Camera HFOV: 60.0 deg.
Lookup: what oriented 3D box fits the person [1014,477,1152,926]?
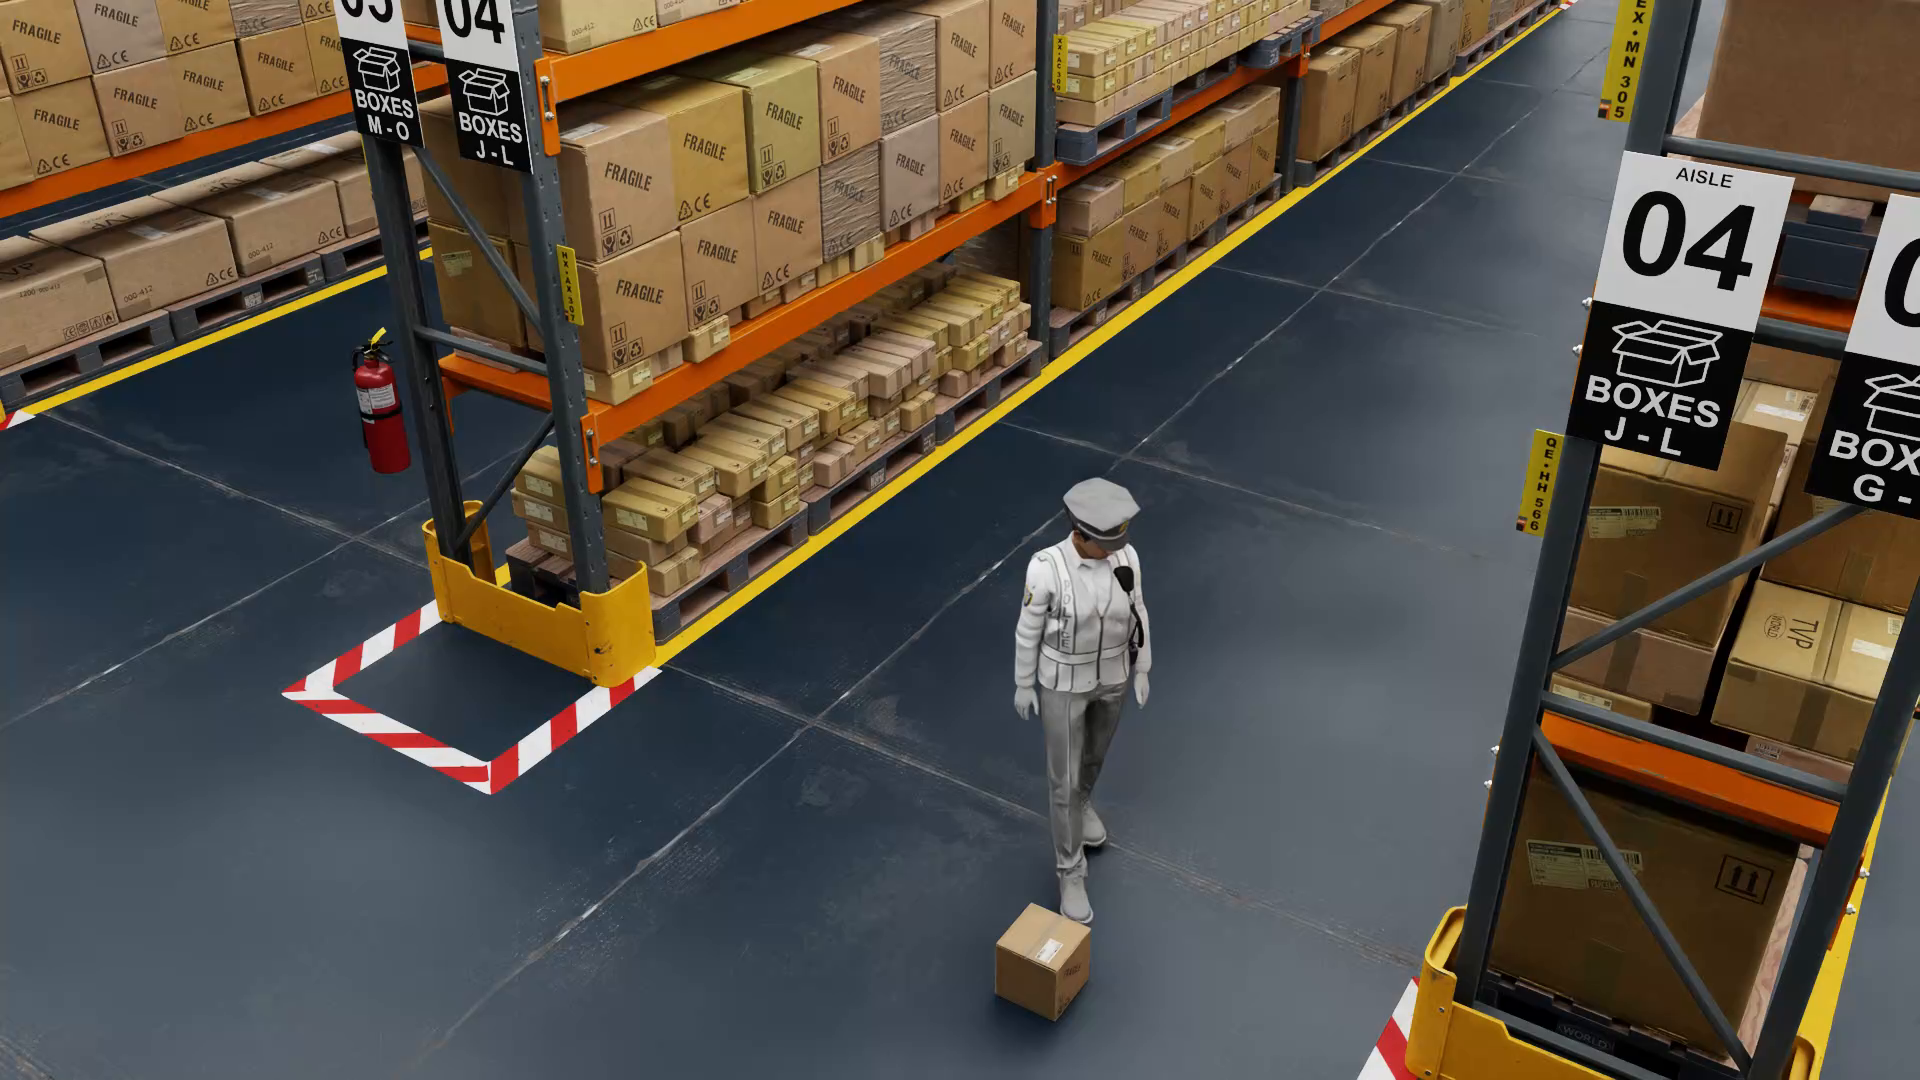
[{"bbox_3d":[0.504,0.570,6.136,0.524,1.649,0.704,-11,32,-18],"label":"person"}]
